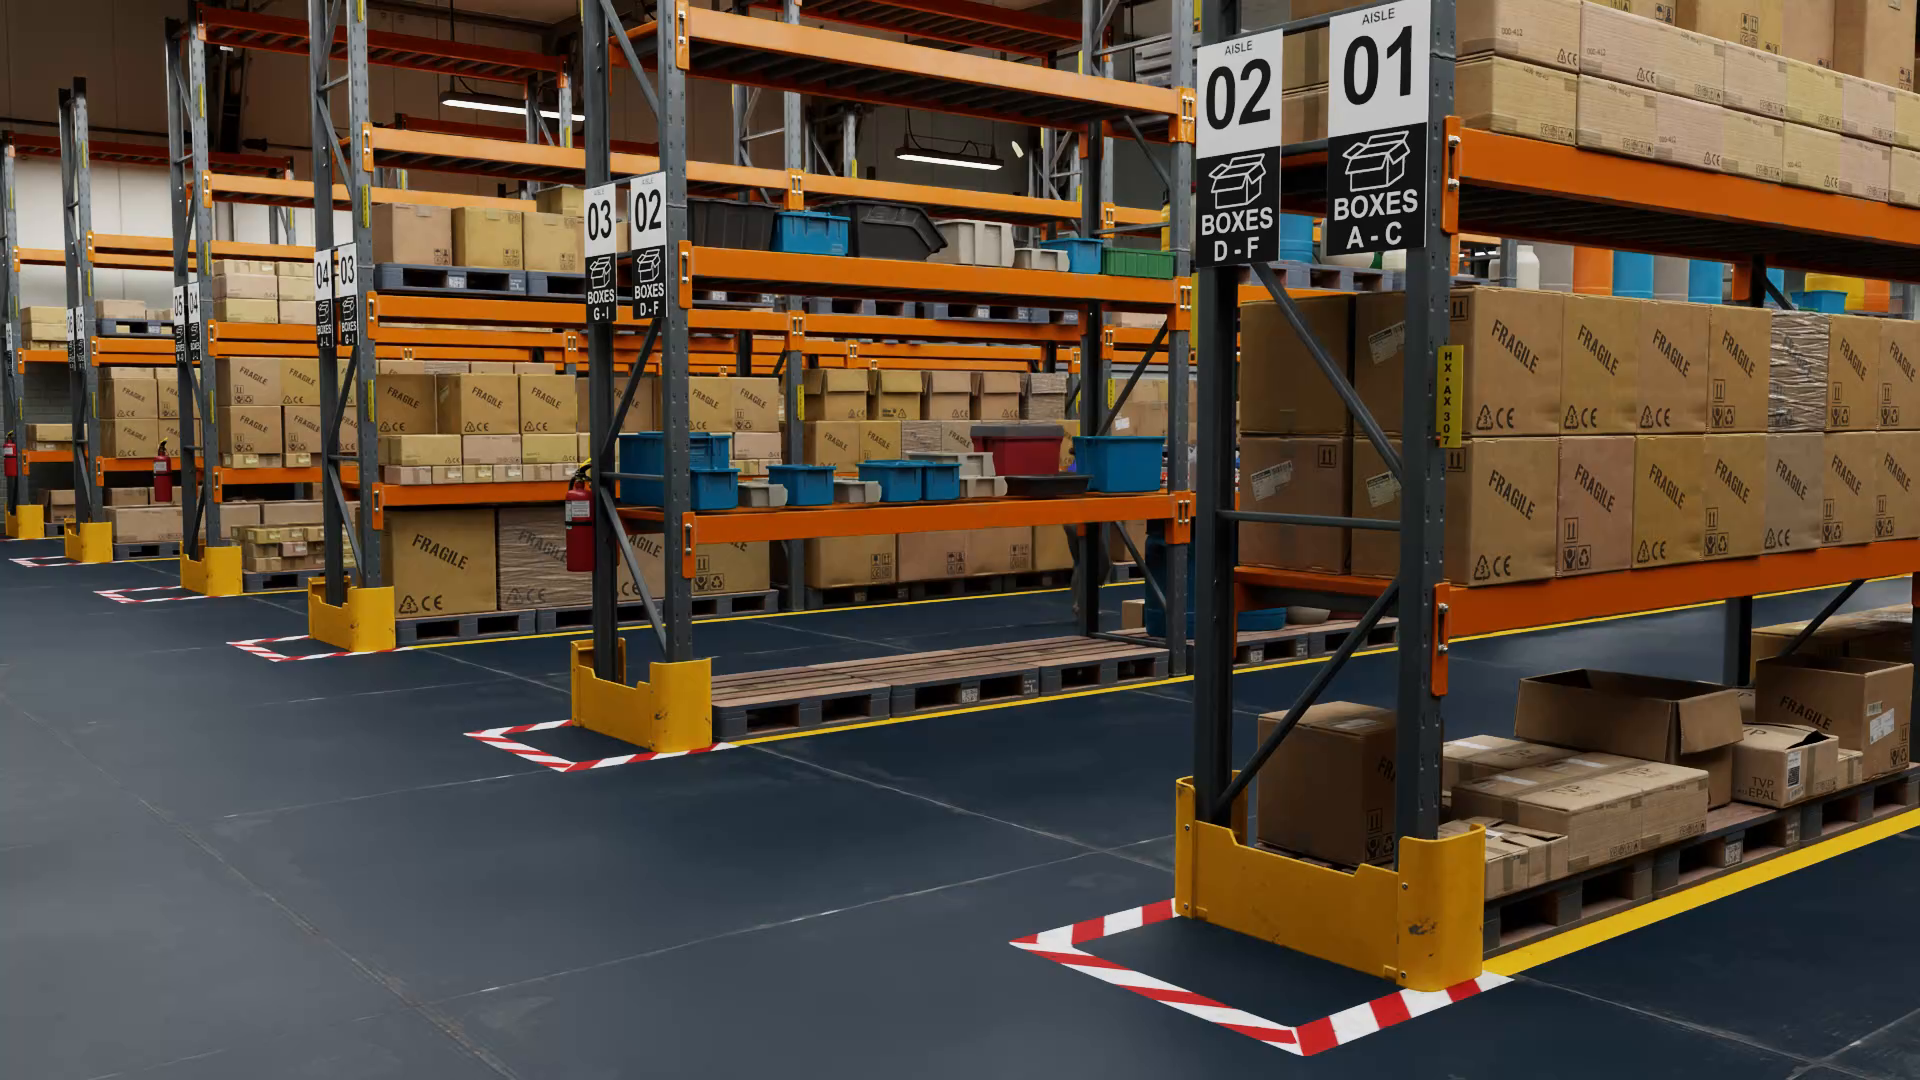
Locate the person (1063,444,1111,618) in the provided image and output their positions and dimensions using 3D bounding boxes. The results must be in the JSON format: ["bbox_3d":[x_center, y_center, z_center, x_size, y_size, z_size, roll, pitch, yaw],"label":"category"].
[{"bbox_3d":[1.142,-0.078,14.884,0.389,1.696,0.457,-2,5,-23],"label":"person"}]
